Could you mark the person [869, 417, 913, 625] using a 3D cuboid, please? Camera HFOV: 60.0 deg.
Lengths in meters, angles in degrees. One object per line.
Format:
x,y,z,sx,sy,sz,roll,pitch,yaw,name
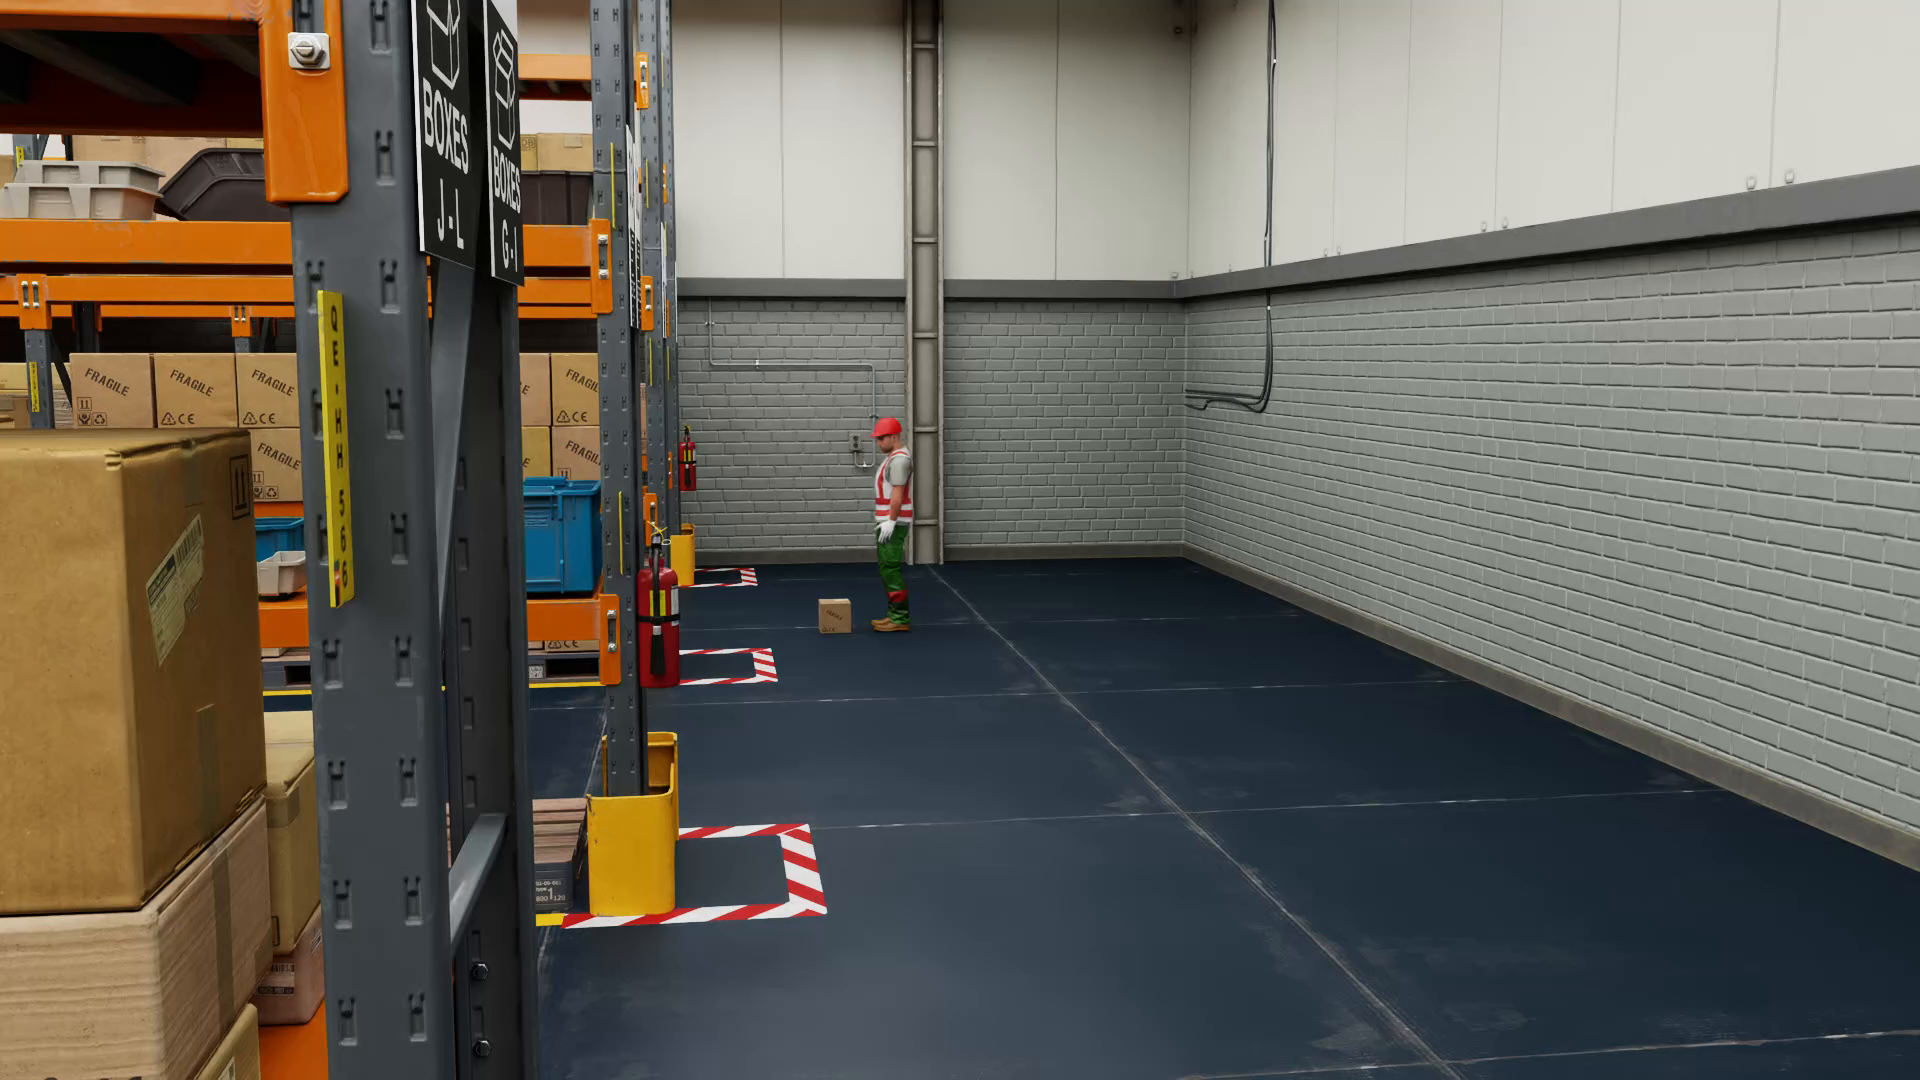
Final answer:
-0.571,-0.160,13.819,0.364,1.715,0.529,-1,6,-8,person
